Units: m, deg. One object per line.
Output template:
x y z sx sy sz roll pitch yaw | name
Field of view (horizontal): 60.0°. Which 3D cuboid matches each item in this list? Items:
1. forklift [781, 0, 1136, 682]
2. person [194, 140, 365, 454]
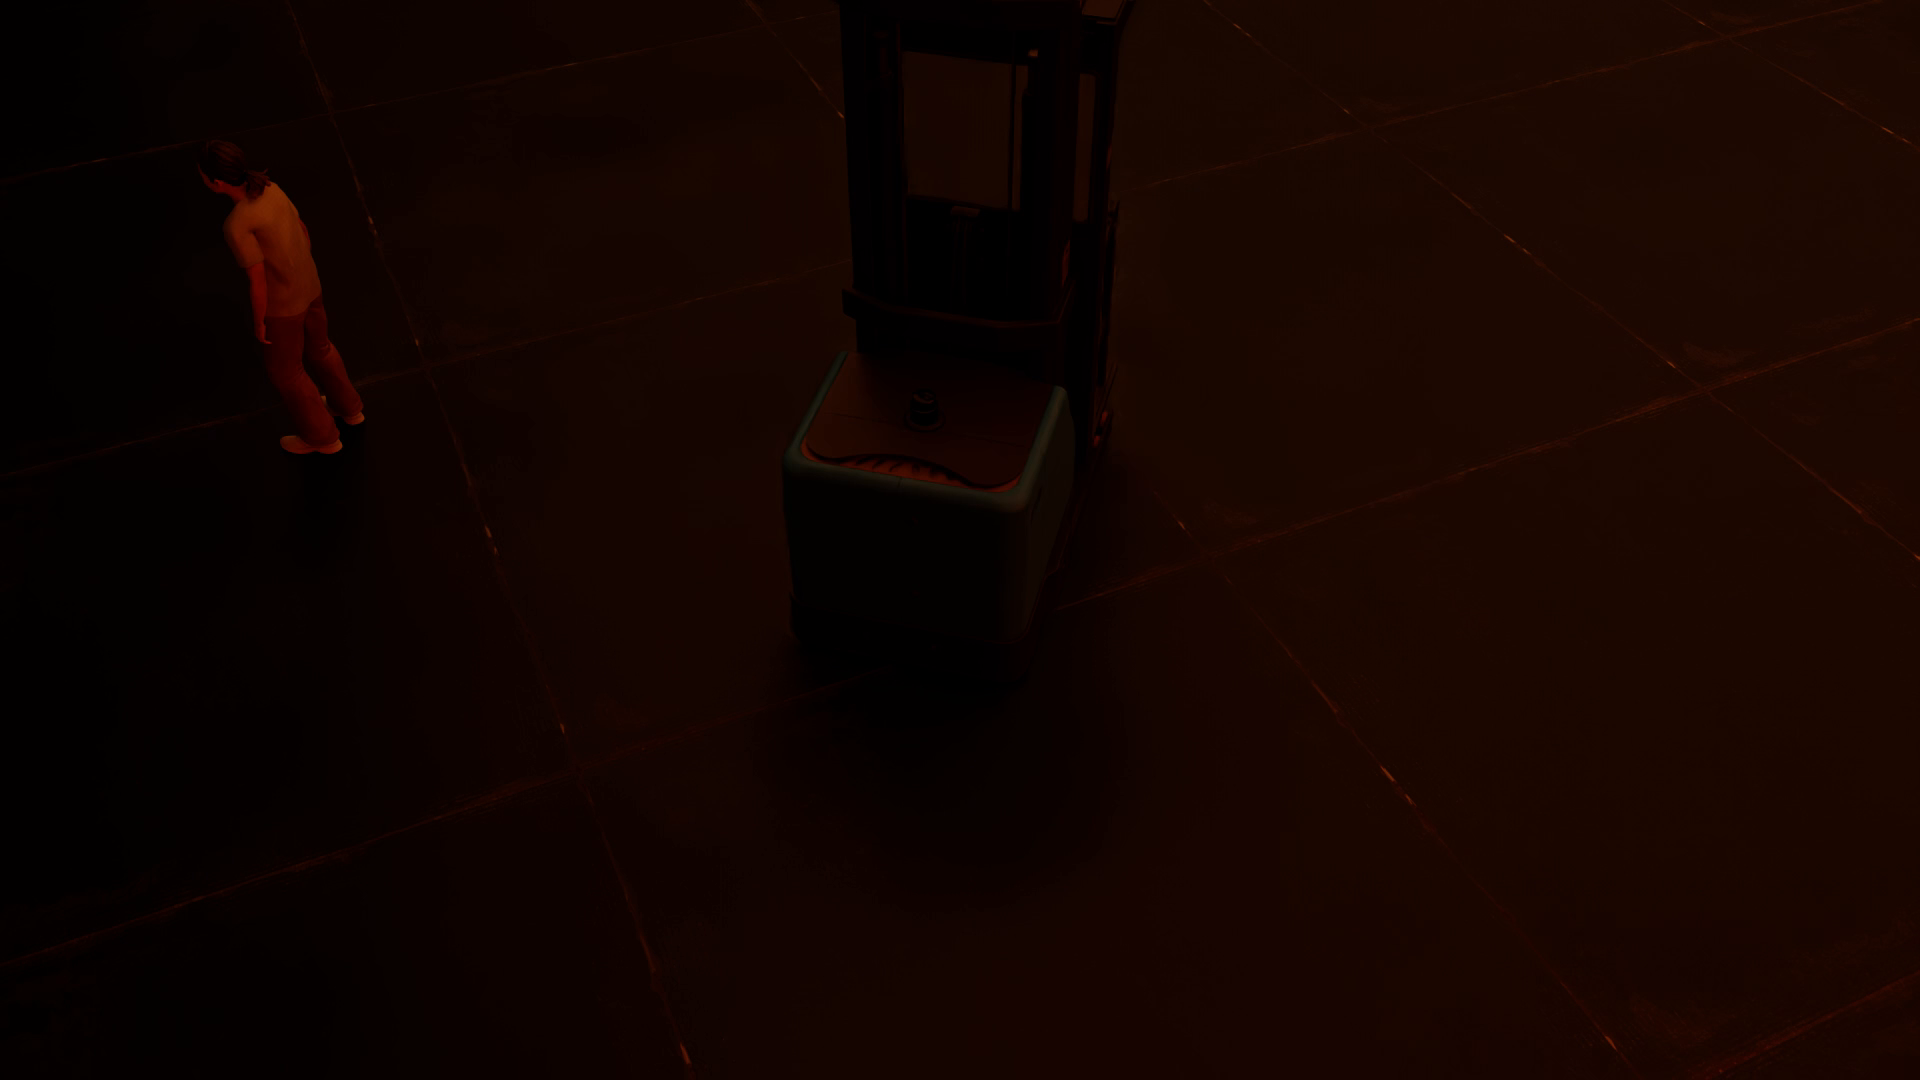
0.142 -1.487 7.273 1.130 2.935 3.031 10 44 11 | forklift
-3.191 -1.132 7.817 0.365 1.671 0.516 8 44 9 | person
